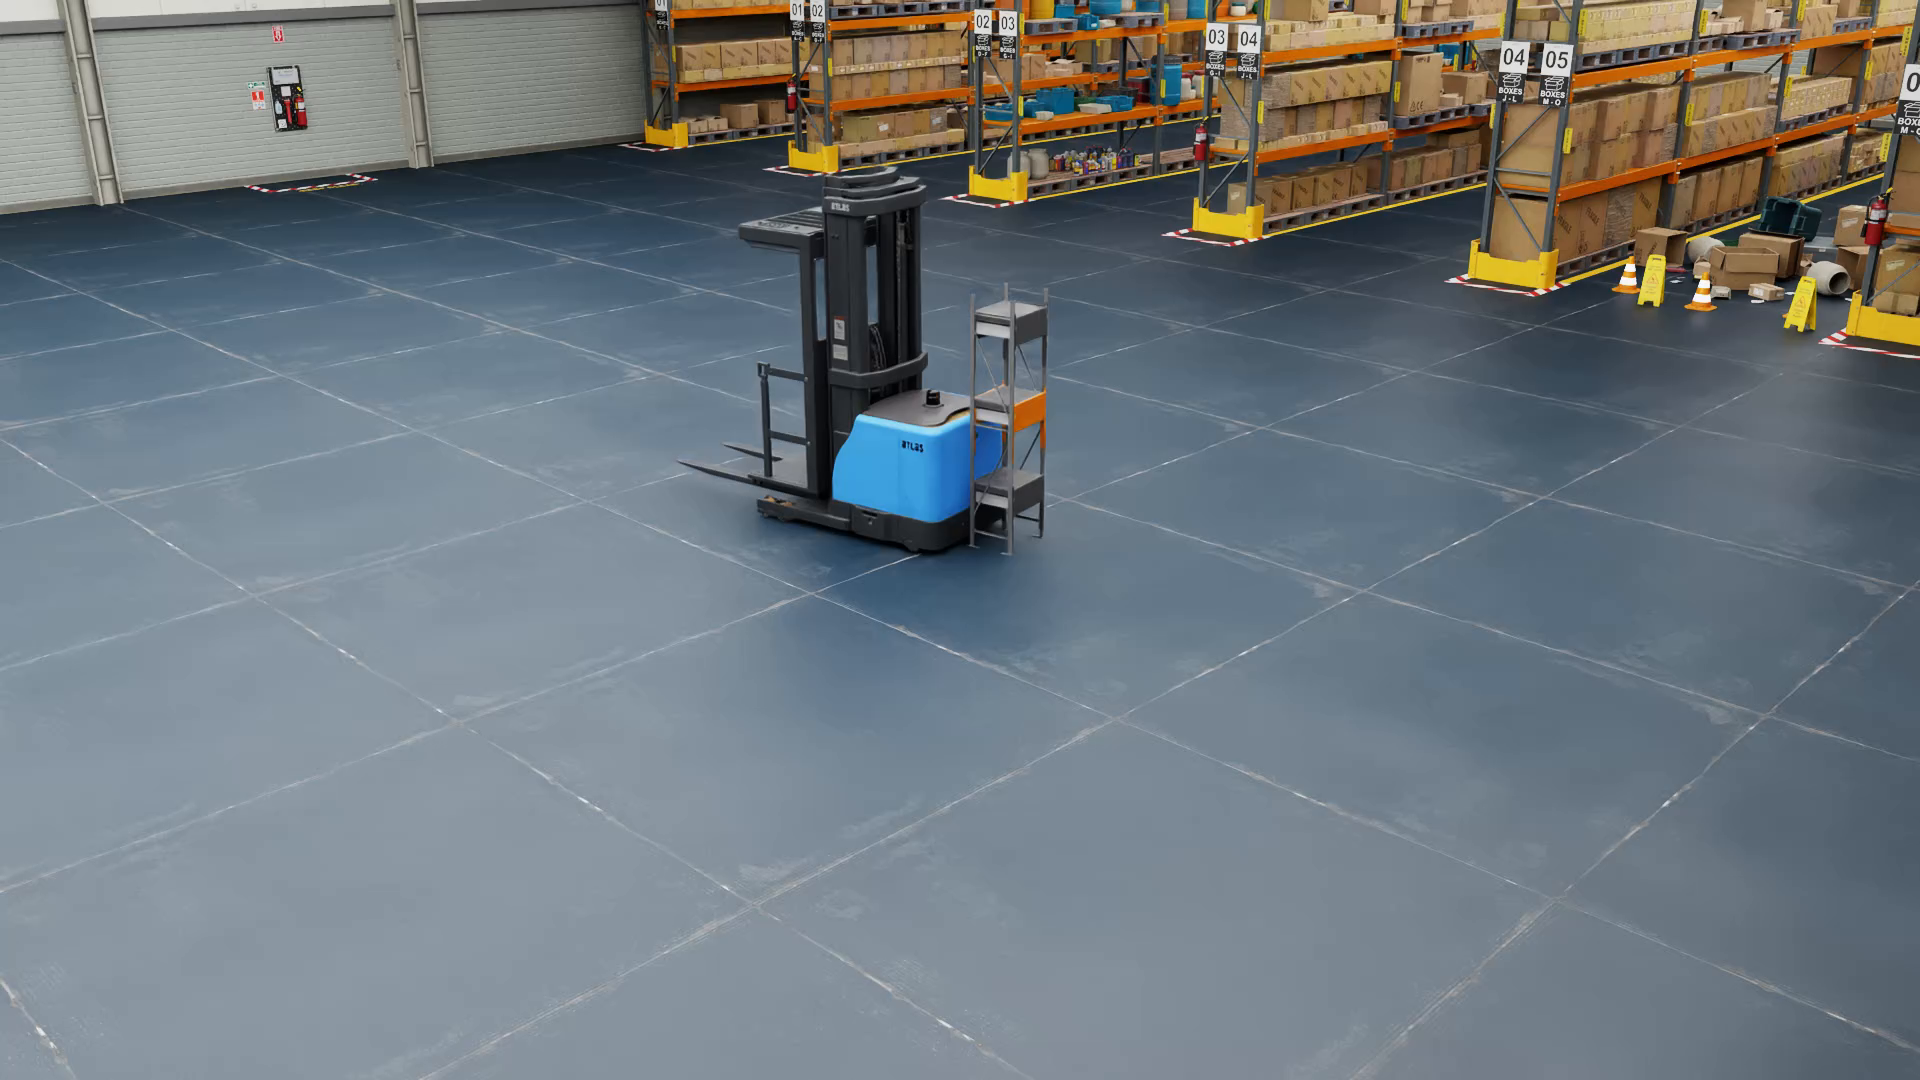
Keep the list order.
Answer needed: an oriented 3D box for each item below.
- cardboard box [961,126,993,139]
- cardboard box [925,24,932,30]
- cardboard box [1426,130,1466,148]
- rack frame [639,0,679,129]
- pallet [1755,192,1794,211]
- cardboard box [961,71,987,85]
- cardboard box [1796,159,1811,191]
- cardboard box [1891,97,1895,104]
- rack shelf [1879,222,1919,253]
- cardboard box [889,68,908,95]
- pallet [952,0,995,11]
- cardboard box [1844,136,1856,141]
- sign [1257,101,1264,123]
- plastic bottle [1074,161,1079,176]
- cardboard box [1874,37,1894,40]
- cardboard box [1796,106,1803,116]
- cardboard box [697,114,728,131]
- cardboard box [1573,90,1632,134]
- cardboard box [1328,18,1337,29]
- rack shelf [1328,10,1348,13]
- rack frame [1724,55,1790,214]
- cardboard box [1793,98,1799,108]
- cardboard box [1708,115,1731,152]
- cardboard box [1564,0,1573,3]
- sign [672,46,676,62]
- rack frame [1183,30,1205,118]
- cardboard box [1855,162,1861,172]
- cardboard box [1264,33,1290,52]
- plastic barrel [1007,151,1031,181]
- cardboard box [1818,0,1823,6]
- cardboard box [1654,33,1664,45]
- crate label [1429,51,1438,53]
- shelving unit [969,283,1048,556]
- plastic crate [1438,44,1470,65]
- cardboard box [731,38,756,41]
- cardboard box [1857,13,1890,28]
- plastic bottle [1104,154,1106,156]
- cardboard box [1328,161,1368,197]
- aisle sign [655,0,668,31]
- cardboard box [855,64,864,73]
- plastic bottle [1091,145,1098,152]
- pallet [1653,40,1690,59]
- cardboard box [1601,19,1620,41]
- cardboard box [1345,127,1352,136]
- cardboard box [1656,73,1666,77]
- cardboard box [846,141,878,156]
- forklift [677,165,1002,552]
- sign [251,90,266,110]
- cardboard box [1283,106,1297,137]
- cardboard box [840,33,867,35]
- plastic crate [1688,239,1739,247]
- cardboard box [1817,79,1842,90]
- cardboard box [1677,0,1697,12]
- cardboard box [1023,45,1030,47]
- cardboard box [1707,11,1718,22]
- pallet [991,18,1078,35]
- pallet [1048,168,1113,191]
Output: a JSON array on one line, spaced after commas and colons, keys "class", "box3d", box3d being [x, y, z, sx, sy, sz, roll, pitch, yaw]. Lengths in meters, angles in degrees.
[{"class": "cardboard box", "box3d": [0.365, -8.745, 35.621, 0.500, 0.250, 0.500, 18, 28, 39]}, {"class": "cardboard box", "box3d": [-0.725, -12.785, 41.256, 0.500, 0.250, 0.500, -19, 28, -41]}, {"class": "cardboard box", "box3d": [8.983, -7.409, 30.723, 0.500, 0.250, 0.500, -16, 26, -36]}, {"class": "rack frame", "box3d": [-6.436, -10.002, 35.643, 1.000, 3.000, 0.127, 19, 28, 41]}, {"class": "pallet", "box3d": [13.821, -5.971, 29.041, 1.003, 0.211, 1.213, 19, 28, 41]}, {"class": "cardboard box", "box3d": [0.218, -9.859, 35.479, 0.500, 0.250, 0.500, -18, 27, -39]}, {"class": "cardboard box", "box3d": [14.654, -6.482, 29.384, 0.500, 0.500, 0.500, 18, 28, 39]}, {"class": "cardboard box", "box3d": [17.869, -8.547, 32.209, 0.380, 0.149, 0.250, 18, 27, 38]}, {"class": "rack shelf", "box3d": [12.706, -3.981, 20.980, 1.077, 0.370, 4.000, 19, 28, 41]}, {"class": "cardboard box", "box3d": [-1.472, -9.325, 33.743, 0.500, 0.500, 0.700, -19, 28, -40]}, {"class": "pallet", "box3d": [0.512, -11.332, 35.189, 0.805, 0.209, 1.217, 18, 27, 39]}, {"class": "cardboard box", "box3d": [17.236, -7.790, 32.446, 0.380, 0.149, 0.250, 19, 28, 41]}, {"class": "sign", "box3d": [4.599, -6.551, 25.458, 0.100, 0.325, 0.005, 19, 28, 41]}, {"class": "plastic bottle", "box3d": [2.150, -6.842, 30.612, 0.097, 0.271, 0.097, 0, 21, 0]}, {"class": "cardboard box", "box3d": [18.005, -9.600, 32.650, 0.500, 0.500, 0.500, -19, 28, -40]}, {"class": "cardboard box", "box3d": [14.294, -7.423, 28.699, 0.250, 0.149, 0.380, -19, 28, -40]}, {"class": "cardboard box", "box3d": [-5.492, -9.254, 36.832, 0.500, 0.311, 0.500, -17, 27, -38]}, {"class": "cardboard box", "box3d": [9.062, -6.118, 23.825, 0.875, 0.550, 0.500, 19, 28, 41]}, {"class": "cardboard box", "box3d": [5.814, -8.284, 26.646, 0.380, 0.149, 0.250, 18, 27, 39]}, {"class": "rack shelf", "box3d": [7.638, -11.157, 35.470, 1.077, 0.370, 4.000, 19, 28, 41]}, {"class": "rack frame", "box3d": [13.275, -7.072, 28.019, 1.000, 3.000, 0.127, 19, 28, 41]}, {"class": "cardboard box", "box3d": [14.127, -7.503, 28.492, 0.380, 0.149, 0.250, 18, 28, 39]}, {"class": "cardboard box", "box3d": [11.746, -6.416, 26.174, 0.500, 0.500, 0.500, 19, 28, 40]}, {"class": "cardboard box", "box3d": [11.752, -10.662, 32.719, 0.500, 0.311, 0.500, 18, 27, 39]}, {"class": "sign", "box3d": [-6.048, -10.270, 35.134, 0.100, 0.325, 0.005, 19, 28, 41]}, {"class": "rack frame", "box3d": [5.487, -11.848, 40.445, 1.000, 3.000, 0.127, 19, 28, 41]}, {"class": "cardboard box", "box3d": [16.735, -7.047, 31.343, 0.250, 0.149, 0.380, -19, 28, -40]}, {"class": "cardboard box", "box3d": [4.732, -7.672, 25.609, 0.500, 0.250, 0.500, -19, 28, -40]}, {"class": "plastic barrel", "box3d": [1.066, -6.745, 30.053, 0.421, 0.512, 0.421, 0, 21, 0]}, {"class": "cardboard box", "box3d": [14.264, -9.119, 27.958, 0.396, 0.266, 0.258, 19, 28, 41]}, {"class": "cardboard box", "box3d": [9.751, -7.134, 23.627, 0.250, 0.149, 0.380, -20, 28, -41]}, {"class": "crate label", "box3d": [11.415, -11.604, 39.961, 0.416, 0.233, 0.303, 19, 28, 41]}, {"class": "shelving unit", "box3d": [0.388, -0.961, 13.375, 0.431, 2.100, 0.503, 14, 25, 31]}, {"class": "plastic crate", "box3d": [11.724, -11.547, 39.530, 0.616, 0.435, 0.499, 19, 28, 41]}, {"class": "cardboard box", "box3d": [-4.839, -10.992, 37.355, 0.500, 0.500, 0.500, -19, 28, -41]}, {"class": "cardboard box", "box3d": [16.577, -9.483, 30.321, 0.500, 0.250, 0.500, -18, 28, -39]}, {"class": "plastic bottle", "box3d": [2.759, -7.137, 31.362, 0.061, 0.283, 0.133, 19, 28, 41]}, {"class": "cardboard box", "box3d": [6.693, -6.247, 28.773, 0.500, 0.500, 0.500, 18, 28, 39]}, {"class": "aisle sign", "box3d": [-6.272, -11.122, 34.933, 0.394, 0.787, 0.004, 19, 28, 41]}, {"class": "cardboard box", "box3d": [-2.099, -9.292, 32.752, 0.380, 0.149, 0.250, 19, 28, 41]}, {"class": "plastic bottle", "box3d": [2.592, -7.416, 31.994, 0.185, 0.351, 0.144, -19, 28, -41]}, {"class": "pallet", "box3d": [9.906, -7.195, 24.282, 1.003, 0.211, 1.213, 19, 28, 41]}, {"class": "cardboard box", "box3d": [8.567, -6.918, 22.507, 0.500, 0.250, 0.500, 19, 28, 40]}, {"class": "cardboard box", "box3d": [6.299, -6.830, 27.741, 0.380, 0.149, 0.250, 19, 28, 41]}, {"class": "cardboard box", "box3d": [14.870, -10.143, 35.805, 0.500, 0.250, 0.500, 19, 28, 40]}, {"class": "cardboard box", "box3d": [-2.005, -7.887, 33.388, 0.500, 0.250, 0.500, 19, 28, 41]}, {"class": "forklift", "box3d": [-1.135, -1.666, 14.050, 3.031, 2.935, 1.130, 14, 25, 32]}, {"class": "sign", "box3d": [-12.964, -8.131, 30.725, 0.001, 0.329, 0.234, 19, 28, 41]}, {"class": "cardboard box", "box3d": [4.877, -6.761, 26.658, 0.875, 0.500, 0.500, 19, 28, 41]}, {"class": "cardboard box", "box3d": [-2.435, -11.723, 39.369, 0.500, 0.500, 0.700, -16, 26, -35]}, {"class": "plastic crate", "box3d": [11.301, -4.385, 24.869, 0.662, 0.188, 0.450, -6, 12, -15]}, {"class": "cardboard box", "box3d": [15.556, -8.169, 29.810, 0.380, 0.149, 0.250, 18, 27, 39]}, {"class": "cardboard box", "box3d": [10.457, -7.768, 24.163, 0.380, 0.149, 0.250, 19, 28, 40]}, {"class": "cardboard box", "box3d": [1.445, -12.966, 42.773, 0.500, 0.500, 0.500, 20, 28, 41]}, {"class": "cardboard box", "box3d": [11.549, -8.150, 26.044, 0.500, 0.311, 0.500, 18, 27, 39]}, {"class": "pallet", "box3d": [1.309, -9.023, 29.177, 1.003, 0.211, 1.213, 19, 28, 41]}, {"class": "pallet", "box3d": [2.103, -6.772, 31.125, 1.003, 0.211, 1.213, 19, 28, 41]}]
